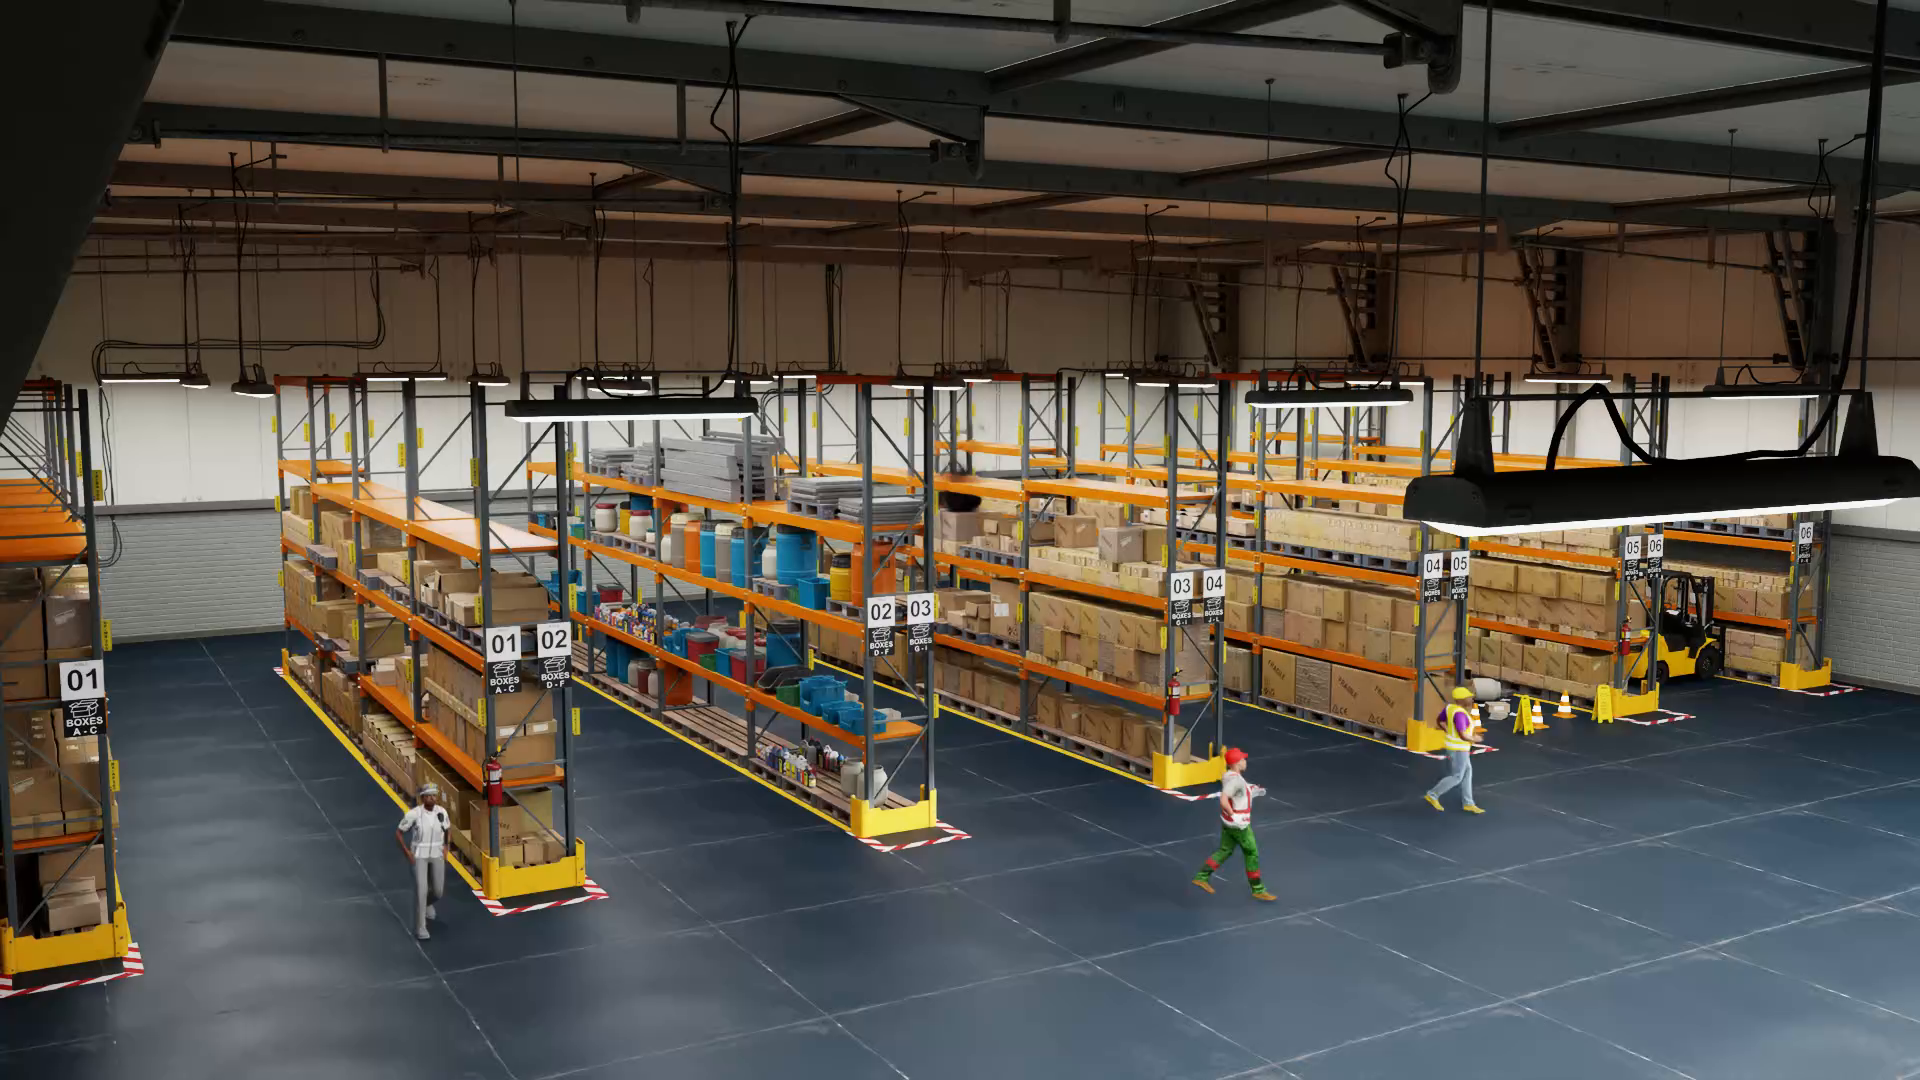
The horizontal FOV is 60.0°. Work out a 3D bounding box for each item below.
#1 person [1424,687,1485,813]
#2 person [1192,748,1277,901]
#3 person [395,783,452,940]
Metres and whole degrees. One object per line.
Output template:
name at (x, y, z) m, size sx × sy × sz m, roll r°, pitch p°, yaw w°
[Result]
person at (6.898, 2.925, 23.116) m, size 0.865 × 1.781 × 0.724 m, roll 0°, pitch 6°, yaw 4°
person at (3.206, 3.259, 19.315) m, size 0.976 × 1.704 × 0.659 m, roll -1°, pitch 6°, yaw -7°
person at (-5.910, 3.506, 18.437) m, size 0.611 × 1.641 × 0.755 m, roll -4°, pitch 7°, yaw -32°
